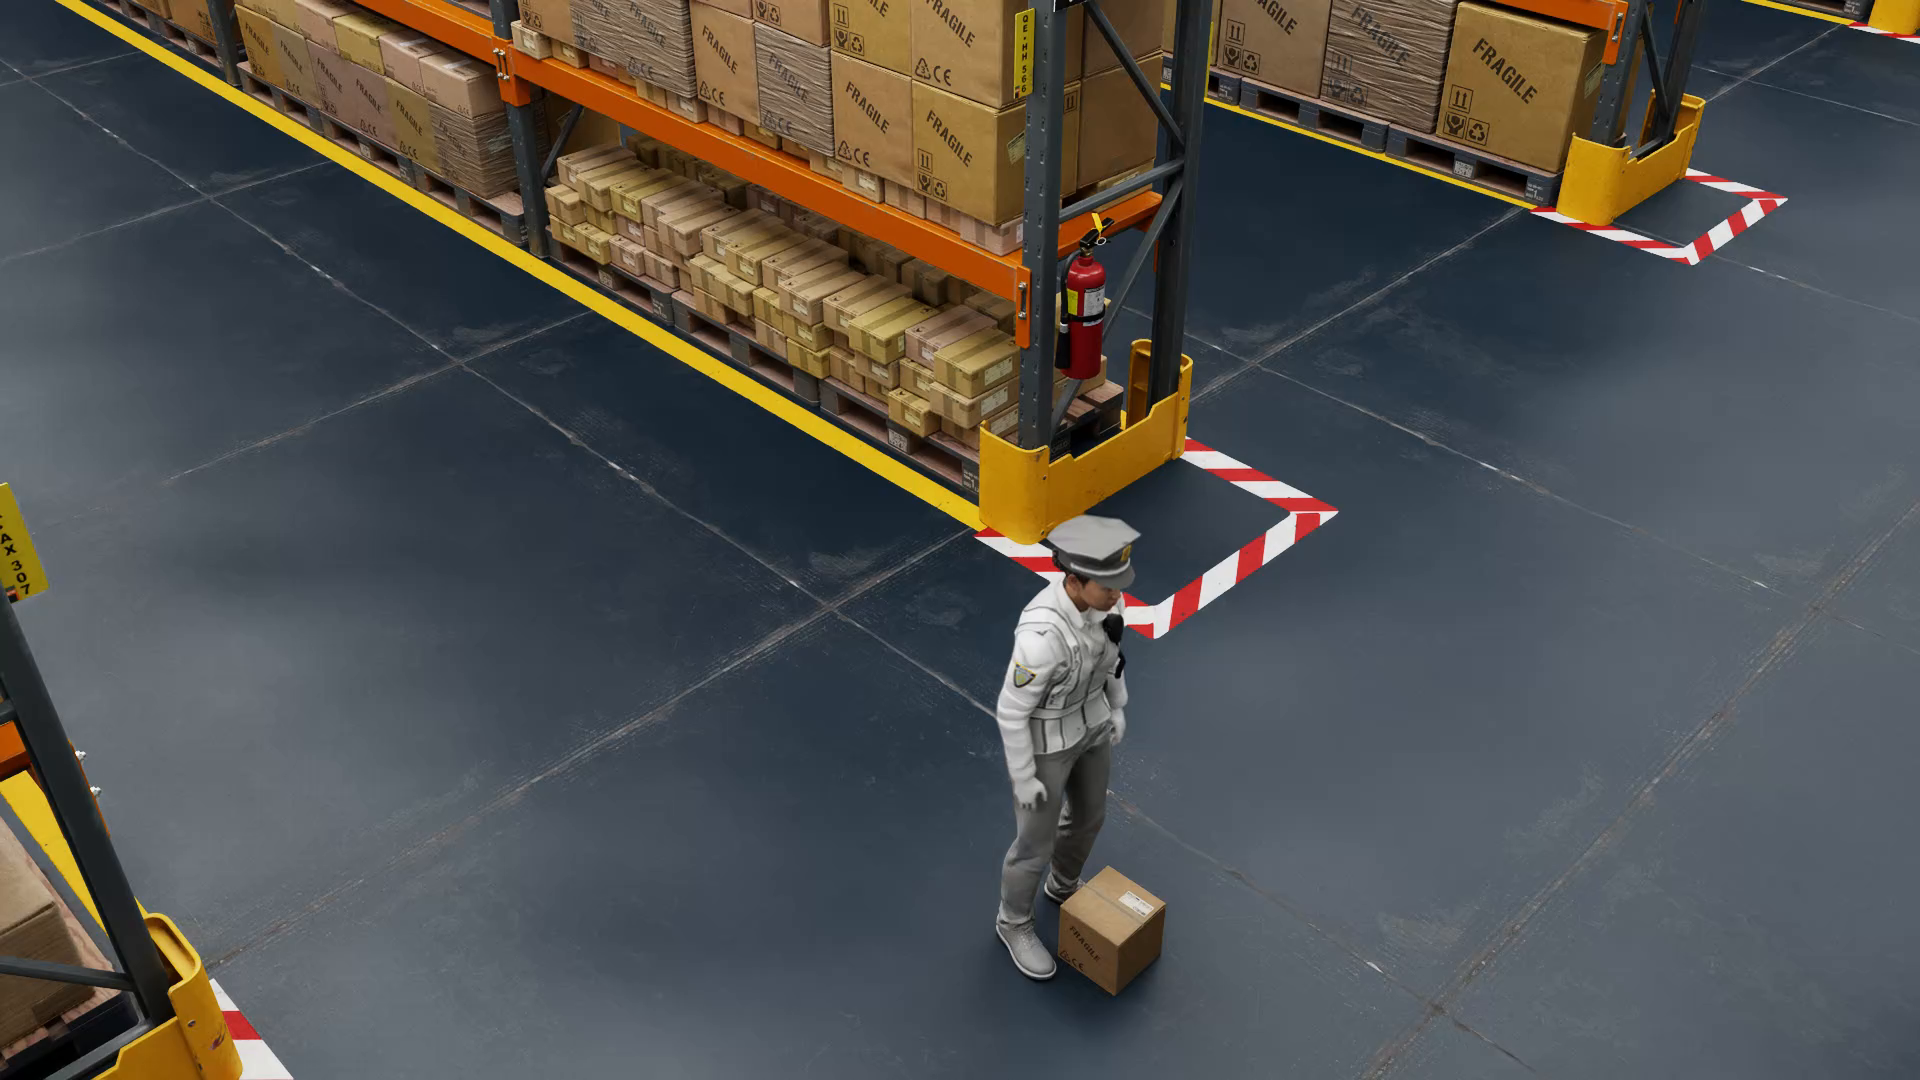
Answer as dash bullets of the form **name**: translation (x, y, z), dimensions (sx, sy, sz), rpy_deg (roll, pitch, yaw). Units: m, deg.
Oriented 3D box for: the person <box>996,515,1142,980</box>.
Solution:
- **person**: translation (0.335, 0.630, 5.265), dimensions (0.376, 1.663, 0.539), rpy_deg (29, 45, 34)
